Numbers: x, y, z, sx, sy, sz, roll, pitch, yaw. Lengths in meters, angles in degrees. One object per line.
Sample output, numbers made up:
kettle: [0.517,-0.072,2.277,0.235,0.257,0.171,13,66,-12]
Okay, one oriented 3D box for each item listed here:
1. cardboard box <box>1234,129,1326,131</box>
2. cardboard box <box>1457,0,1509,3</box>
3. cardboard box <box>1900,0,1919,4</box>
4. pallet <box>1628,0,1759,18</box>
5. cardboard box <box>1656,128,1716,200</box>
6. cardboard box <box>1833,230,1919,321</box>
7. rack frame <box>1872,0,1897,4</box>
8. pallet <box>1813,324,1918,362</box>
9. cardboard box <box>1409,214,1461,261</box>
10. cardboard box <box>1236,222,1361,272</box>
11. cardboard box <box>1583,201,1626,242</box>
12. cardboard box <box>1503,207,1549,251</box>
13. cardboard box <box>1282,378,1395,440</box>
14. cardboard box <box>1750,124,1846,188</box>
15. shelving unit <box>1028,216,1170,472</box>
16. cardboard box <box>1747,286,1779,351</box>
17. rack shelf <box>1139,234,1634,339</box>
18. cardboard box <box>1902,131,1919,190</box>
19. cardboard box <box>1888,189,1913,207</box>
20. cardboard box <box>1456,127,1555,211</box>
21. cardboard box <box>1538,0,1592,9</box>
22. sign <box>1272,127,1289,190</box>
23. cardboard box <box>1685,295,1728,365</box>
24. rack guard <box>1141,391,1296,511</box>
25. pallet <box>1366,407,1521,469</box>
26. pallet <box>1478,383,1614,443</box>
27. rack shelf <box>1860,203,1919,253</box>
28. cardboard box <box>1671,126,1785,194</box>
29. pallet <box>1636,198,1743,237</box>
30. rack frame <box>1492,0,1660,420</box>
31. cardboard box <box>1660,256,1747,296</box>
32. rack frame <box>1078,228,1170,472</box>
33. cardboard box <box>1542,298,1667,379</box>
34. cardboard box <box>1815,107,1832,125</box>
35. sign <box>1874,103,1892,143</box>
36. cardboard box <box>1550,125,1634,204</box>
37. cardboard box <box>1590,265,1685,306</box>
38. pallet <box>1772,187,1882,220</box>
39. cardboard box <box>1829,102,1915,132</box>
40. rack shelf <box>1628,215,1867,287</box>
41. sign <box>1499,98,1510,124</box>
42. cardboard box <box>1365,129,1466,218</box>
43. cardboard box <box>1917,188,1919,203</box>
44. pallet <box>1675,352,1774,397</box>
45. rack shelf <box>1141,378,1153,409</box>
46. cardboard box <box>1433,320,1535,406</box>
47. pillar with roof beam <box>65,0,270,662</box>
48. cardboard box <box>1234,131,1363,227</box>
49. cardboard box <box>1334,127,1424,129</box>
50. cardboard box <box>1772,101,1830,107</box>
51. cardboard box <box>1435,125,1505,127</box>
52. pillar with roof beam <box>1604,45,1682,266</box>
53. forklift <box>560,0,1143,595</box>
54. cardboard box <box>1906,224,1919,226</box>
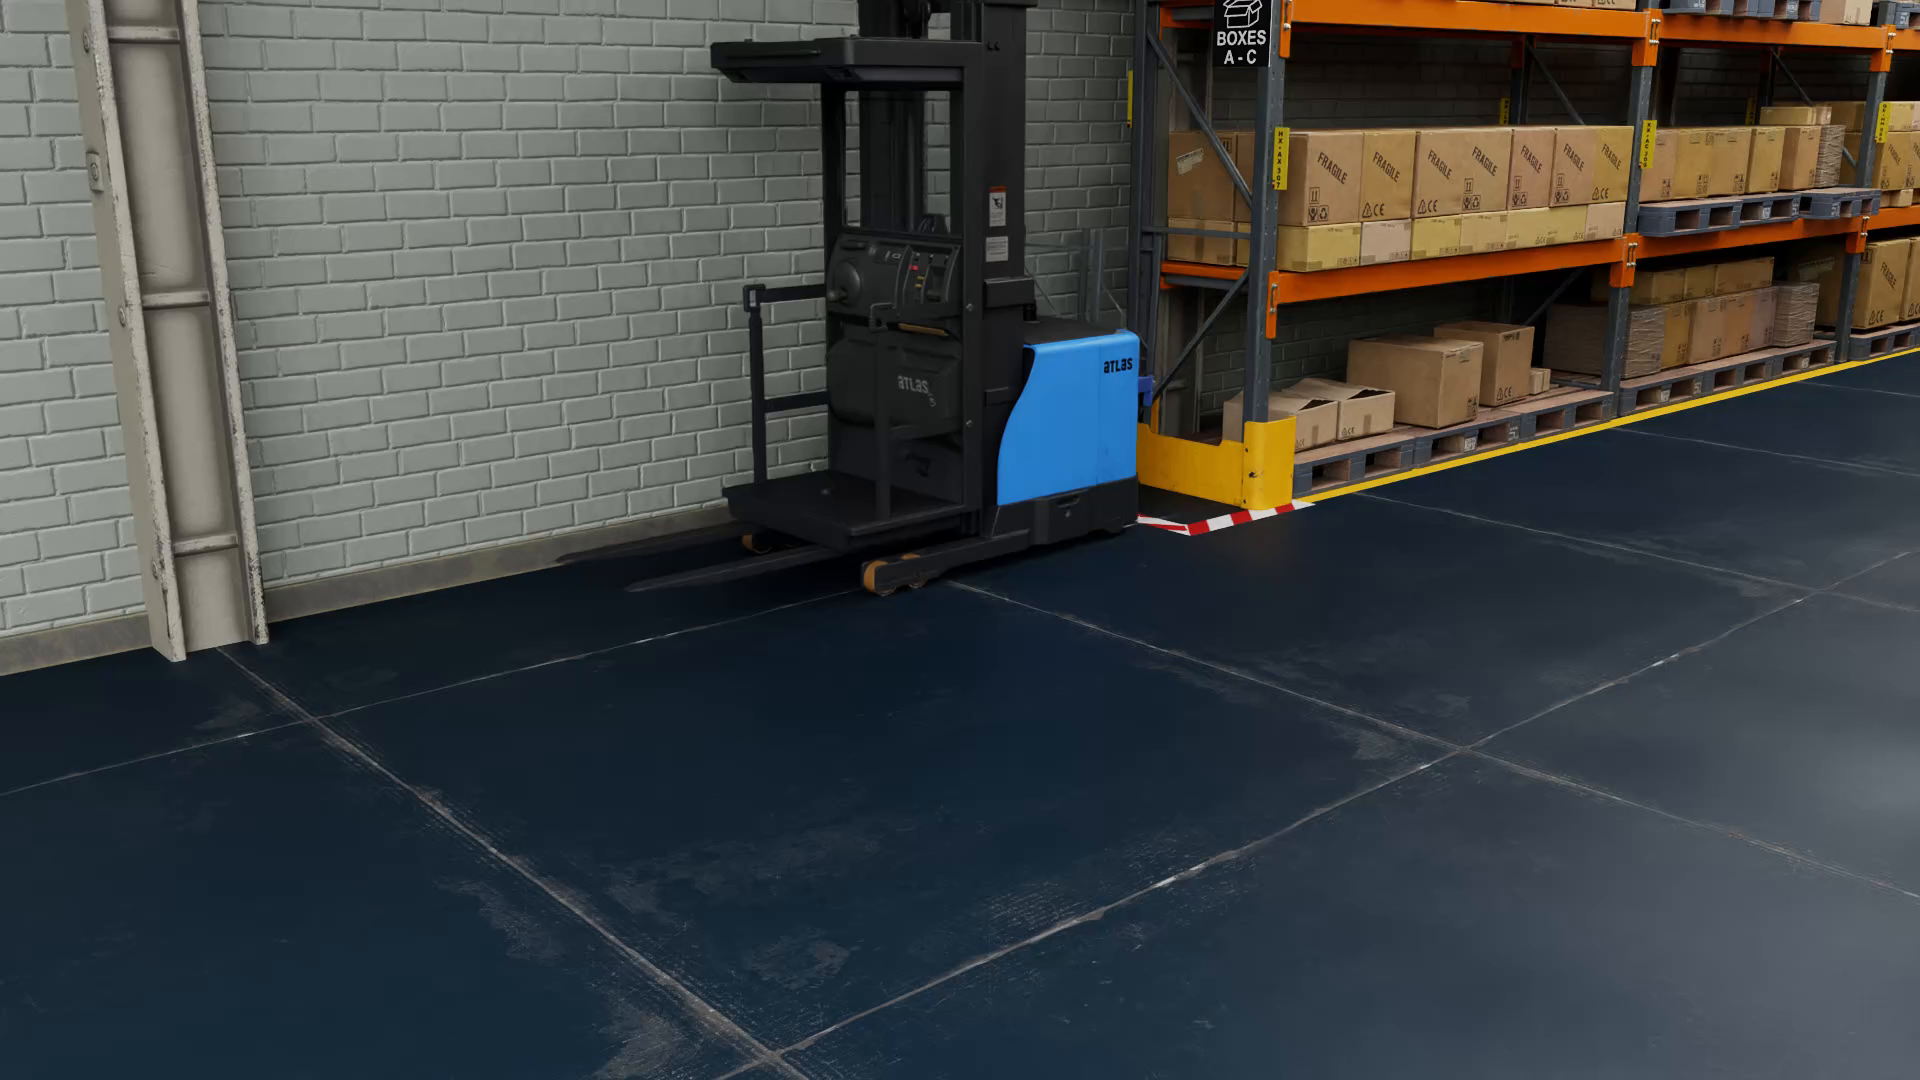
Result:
cardboard box: [1.967,-2.242,10.130,0.500,0.500,0.500,-12,19,-39]
cardboard box: [2.989,-3.521,10.074,0.500,0.500,0.500,-11,19,-36]
cardboard box: [8.093,-4.997,14.785,0.500,0.500,0.700,-14,20,-42]
pallet: [4.917,-3.858,11.932,1.003,0.211,1.213,-13,19,-39]
cardboard box: [5.214,-2.849,12.559,0.500,0.500,0.700,-10,18,-34]
cardboard box: [8.705,-2.504,15.663,0.750,0.750,0.750,-13,20,-40]
rack frame: [7.399,-5.992,13.744,0.127,3.000,1.000,-13,19,-39]
pallet: [8.044,-1.865,15.323,1.213,0.211,1.003,-13,19,-39]
cardboard box: [2.711,-1.872,10.198,0.500,0.250,0.500,-13,20,-40]
cardboard box: [1.941,-1.696,9.539,0.500,0.250,0.500,-13,20,-41]
cardboard box: [4.223,-2.214,11.477,0.500,0.250,0.500,-13,19,-39]
cardboard box: [3.473,-2.043,10.836,0.500,0.250,0.500,-13,20,-40]
cardboard box: [2.375,-0.848,10.469,0.500,0.311,0.500,-11,18,-35]
cardboard box: [7.051,-3.273,14.143,0.700,0.500,0.500,13,20,40]
shelving unit: [0.715,-1.035,9.505,0.538,1.500,1.048,10,10,23]
cardboard box: [6.425,-1.901,14.047,0.500,0.500,0.700,-13,20,-39]
rack shelf: [2.873,-1.729,10.806,4.000,0.370,1.077,-13,19,-39]
cardboard box: [8.335,-3.414,14.911,0.500,0.500,0.500,-12,19,-38]
cardboard box: [8.252,-3.062,14.848,0.250,0.149,0.380,-12,19,-38]
cardboard box: [3.468,-2.406,10.744,0.500,0.500,0.500,-13,20,-41]
cardboard box: [3.773,-3.706,10.767,0.500,0.500,0.500,14,20,42]
sign: [1.721,-2.051,8.937,0.005,0.325,0.100,-13,19,-39]
cardboard box: [5.694,-1.724,13.384,0.500,0.500,0.700,-12,19,-39]
rack guard: [1.422,-0.543,9.815,0.348,0.500,1.175,-13,19,-39]
pallet: [2.978,-0.740,11.112,1.213,0.211,1.003,-13,19,-39]
pallet: [3.898,-0.948,11.889,1.213,0.211,1.003,-13,19,-39]
rack shelf: [8.908,-3.085,15.879,4.000,0.370,1.077,-13,19,-39]
cardboard box: [6.126,-3.057,13.337,0.500,0.500,0.700,-13,19,-39]
pallet: [5.054,-2.424,12.385,1.213,0.211,1.003,-13,19,-39]
rack frame: [4.382,-2.416,11.981,0.127,3.000,1.000,-13,19,-39]
cardboard box: [6.035,-2.156,13.547,0.500,0.250,0.500,-13,20,-40]
rack frame: [0.920,-1.090,9.967,0.500,1.500,0.032,10,10,23]
cardboard box: [4.926,-1.549,12.726,0.500,0.500,0.700,-12,19,-38]
cardboard box: [7.159,-3.603,14.124,0.380,0.149,0.250,13,20,40]
sign: [7.763,-3.510,13.989,0.005,0.325,0.100,-13,19,-39]
cardboard box: [4.228,-2.575,11.376,0.500,0.500,0.500,-13,20,-39]
cardboard box: [5.256,-1.986,12.911,0.500,0.250,0.500,-13,20,-41]
pallet: [6.932,-2.859,14.013,1.003,0.211,1.213,-13,19,-39]
cardboard box: [7.933,-3.689,14.486,0.500,0.250,0.500,-12,19,-38]
rack shelf: [5.891,-2.407,13.342,4.000,0.370,1.077,-13,19,-39]
sign: [4.015,-3.083,12.234,0.005,0.325,0.100,-13,19,-39]
cardboard box: [2.695,-2.228,10.077,0.500,0.500,0.500,-13,20,-41]
cardboard box: [8.752,-3.216,15.424,0.250,0.149,0.380,-12,19,-39]
pallet: [5.889,-1.408,13.614,1.213,0.211,1.003,-13,19,-39]
rack shelf: [0.697,-0.859,9.534,0.538,0.185,1.000,10,10,23]
cardboard box: [3.625,-1.237,11.560,0.500,0.500,0.500,14,21,43]
pillar with roof beam: [-0.376,-3.069,2.802,0.400,9.000,9.100,-13,19,-39]
cardboard box: [1.922,-2.060,9.448,0.500,0.500,0.500,-13,19,-39]
cardboard box: [2.734,-2.416,10.781,0.500,0.500,0.500,-12,19,-39]
cardboard box: [7.571,-3.785,14.844,0.500,0.250,0.500,-12,19,-38]
cardboard box: [3.497,-2.589,11.430,0.500,0.500,0.500,-13,20,-40]
pillar with roof beam: [8.677,-5.102,10.412,0.400,9.000,9.100,-13,19,-39]
forklift: [-0.467,-1.310,7.973,3.031,2.935,1.130,-13,20,-40]
cardboard box: [10.012,-2.800,16.771,0.750,0.750,0.750,-12,19,-39]
